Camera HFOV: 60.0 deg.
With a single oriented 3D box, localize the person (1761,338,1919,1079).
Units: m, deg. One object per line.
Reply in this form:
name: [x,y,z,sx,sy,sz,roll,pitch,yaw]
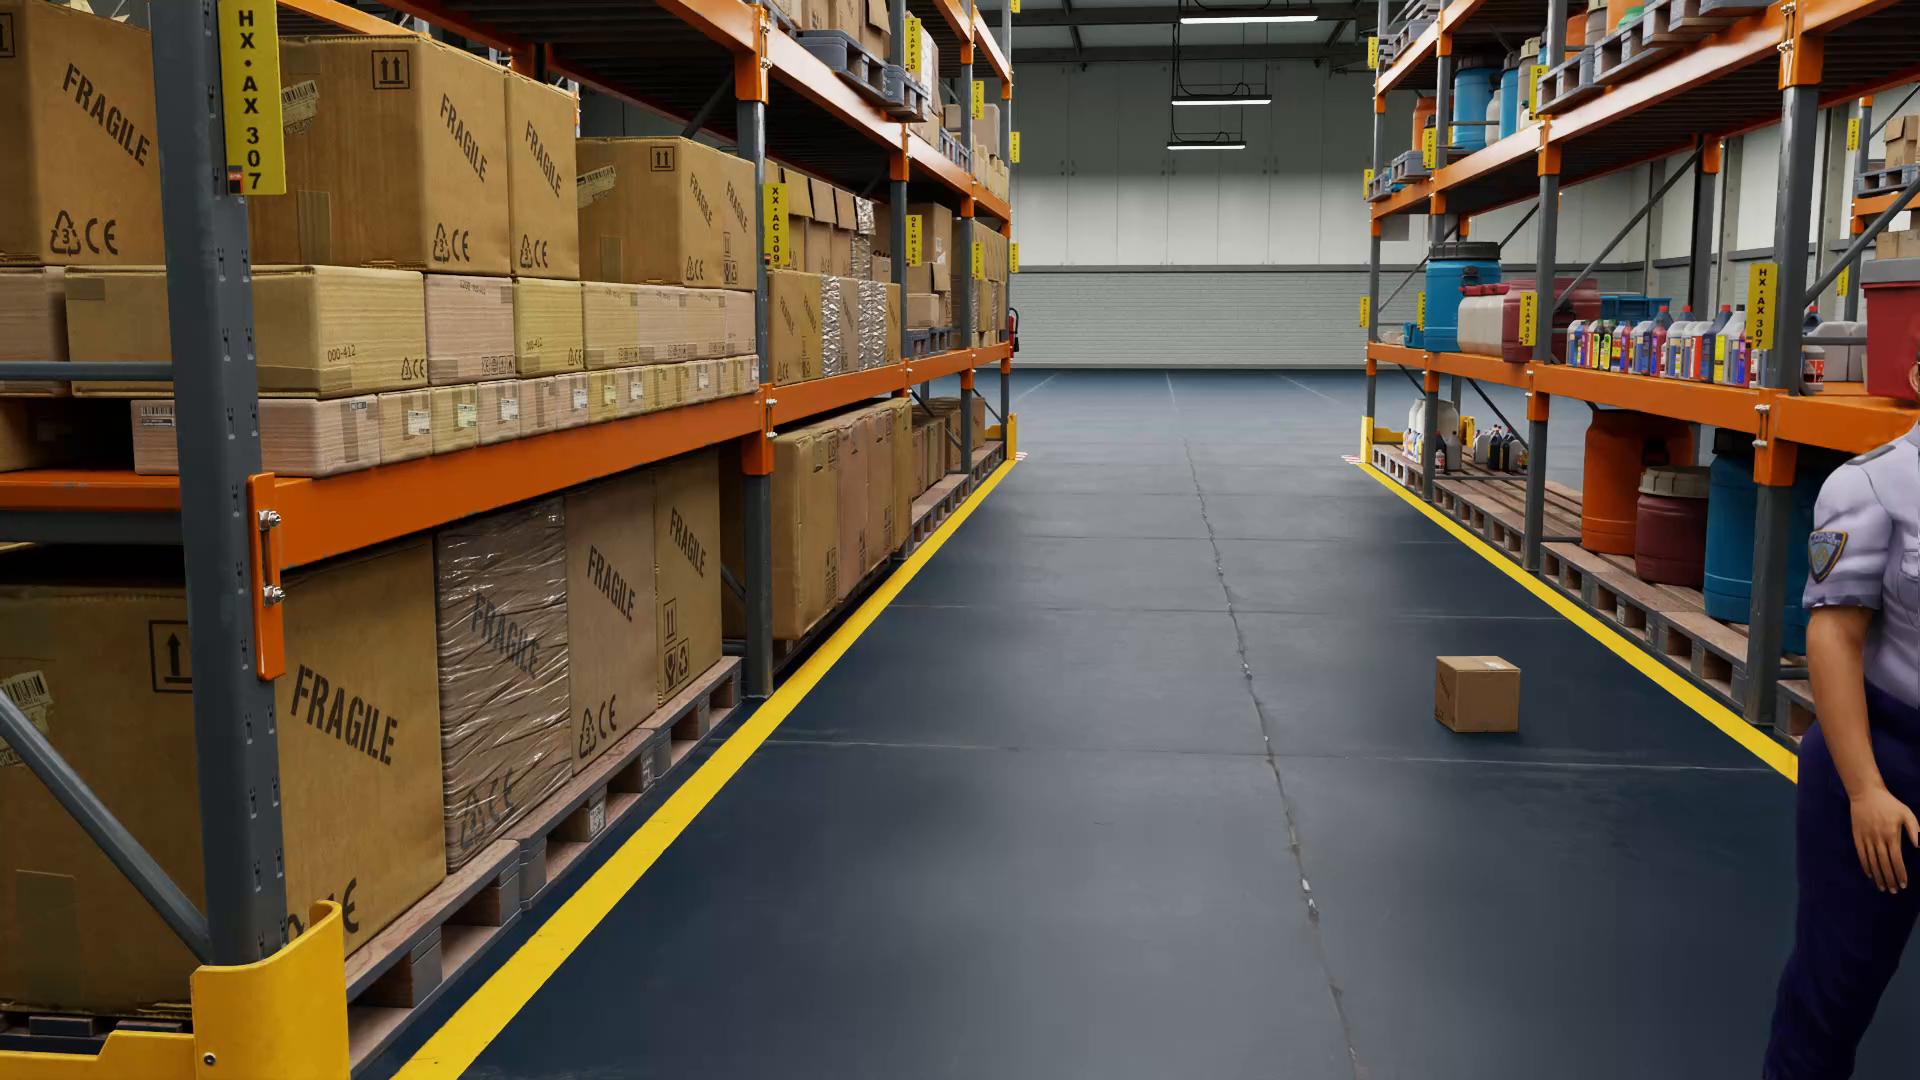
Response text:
person: [1.648,0.431,2.693,0.532,1.642,0.852,0,8,0]
